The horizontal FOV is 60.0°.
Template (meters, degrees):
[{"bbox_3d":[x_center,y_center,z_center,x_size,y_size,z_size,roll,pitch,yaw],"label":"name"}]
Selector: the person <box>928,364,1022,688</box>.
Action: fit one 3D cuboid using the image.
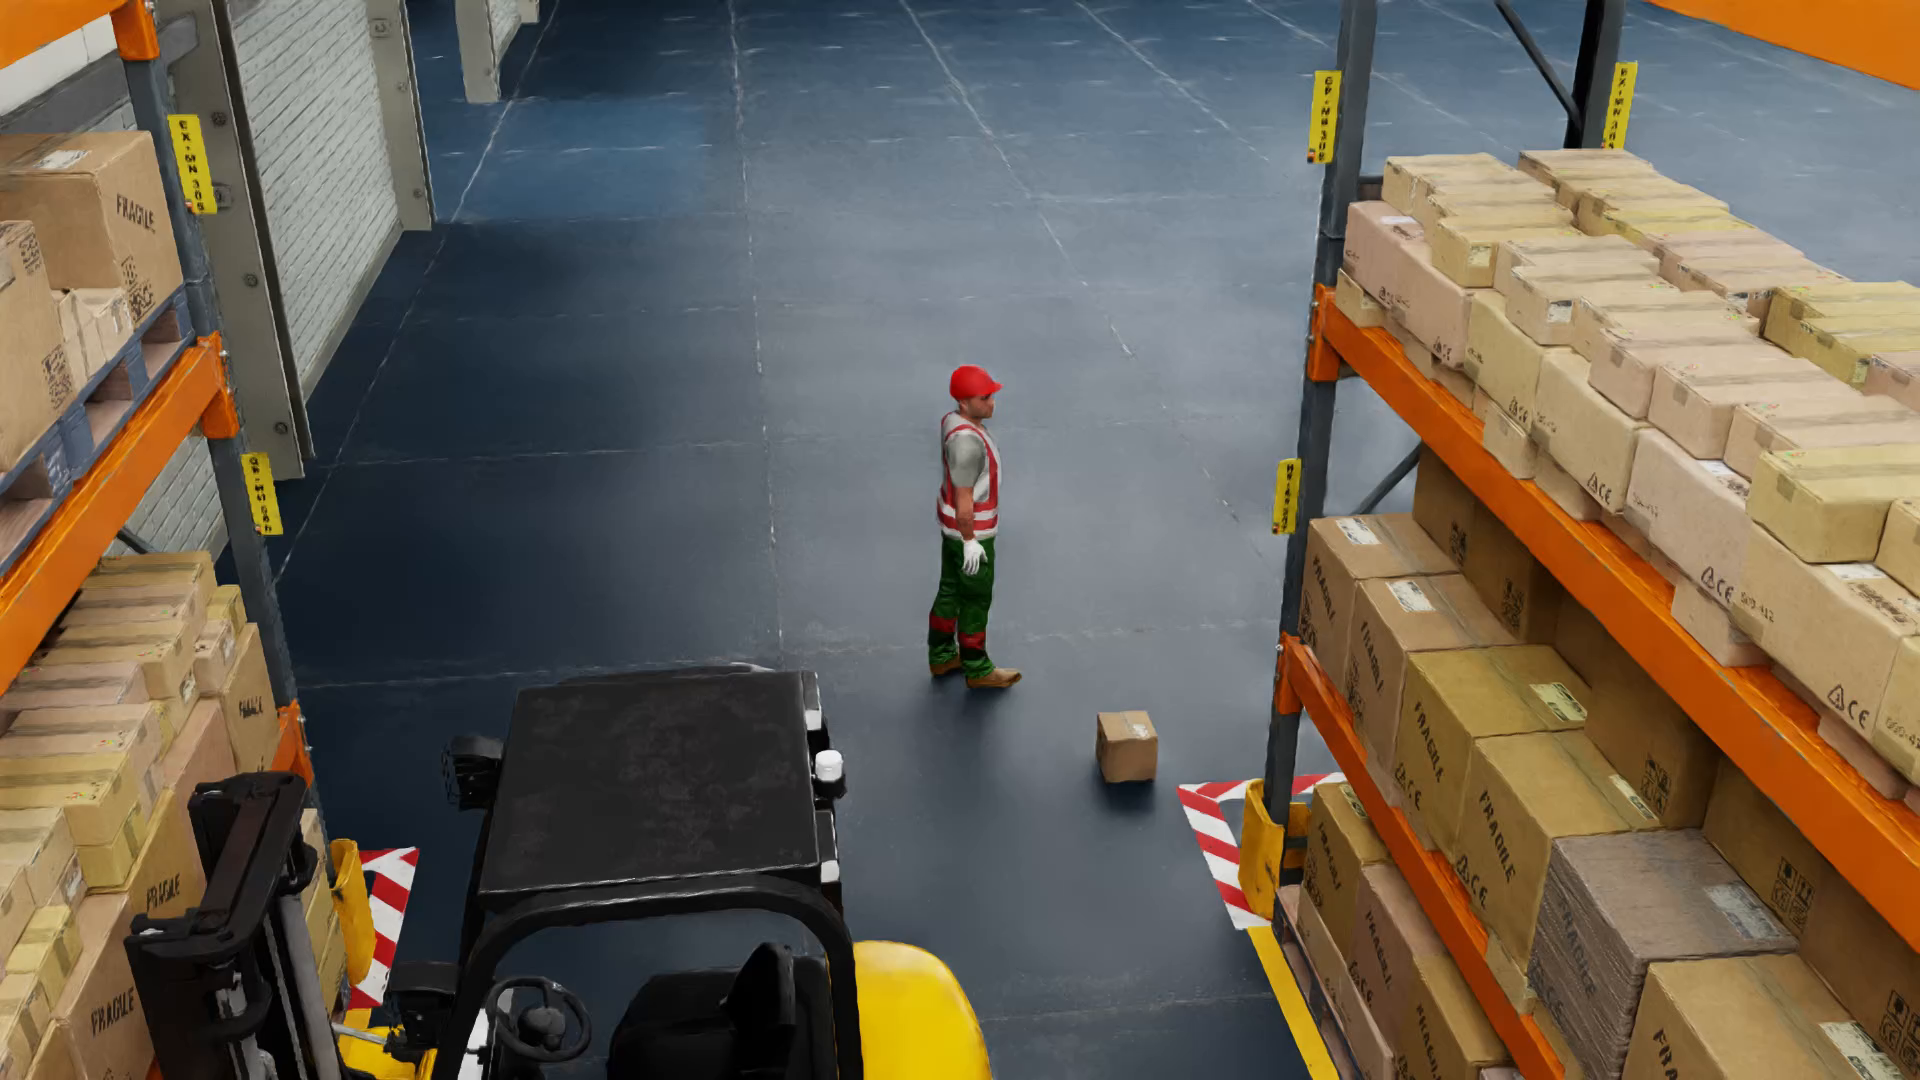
[{"bbox_3d":[0.072,-0.074,8.694,0.487,1.795,0.605,-4,27,-7],"label":"person"}]
